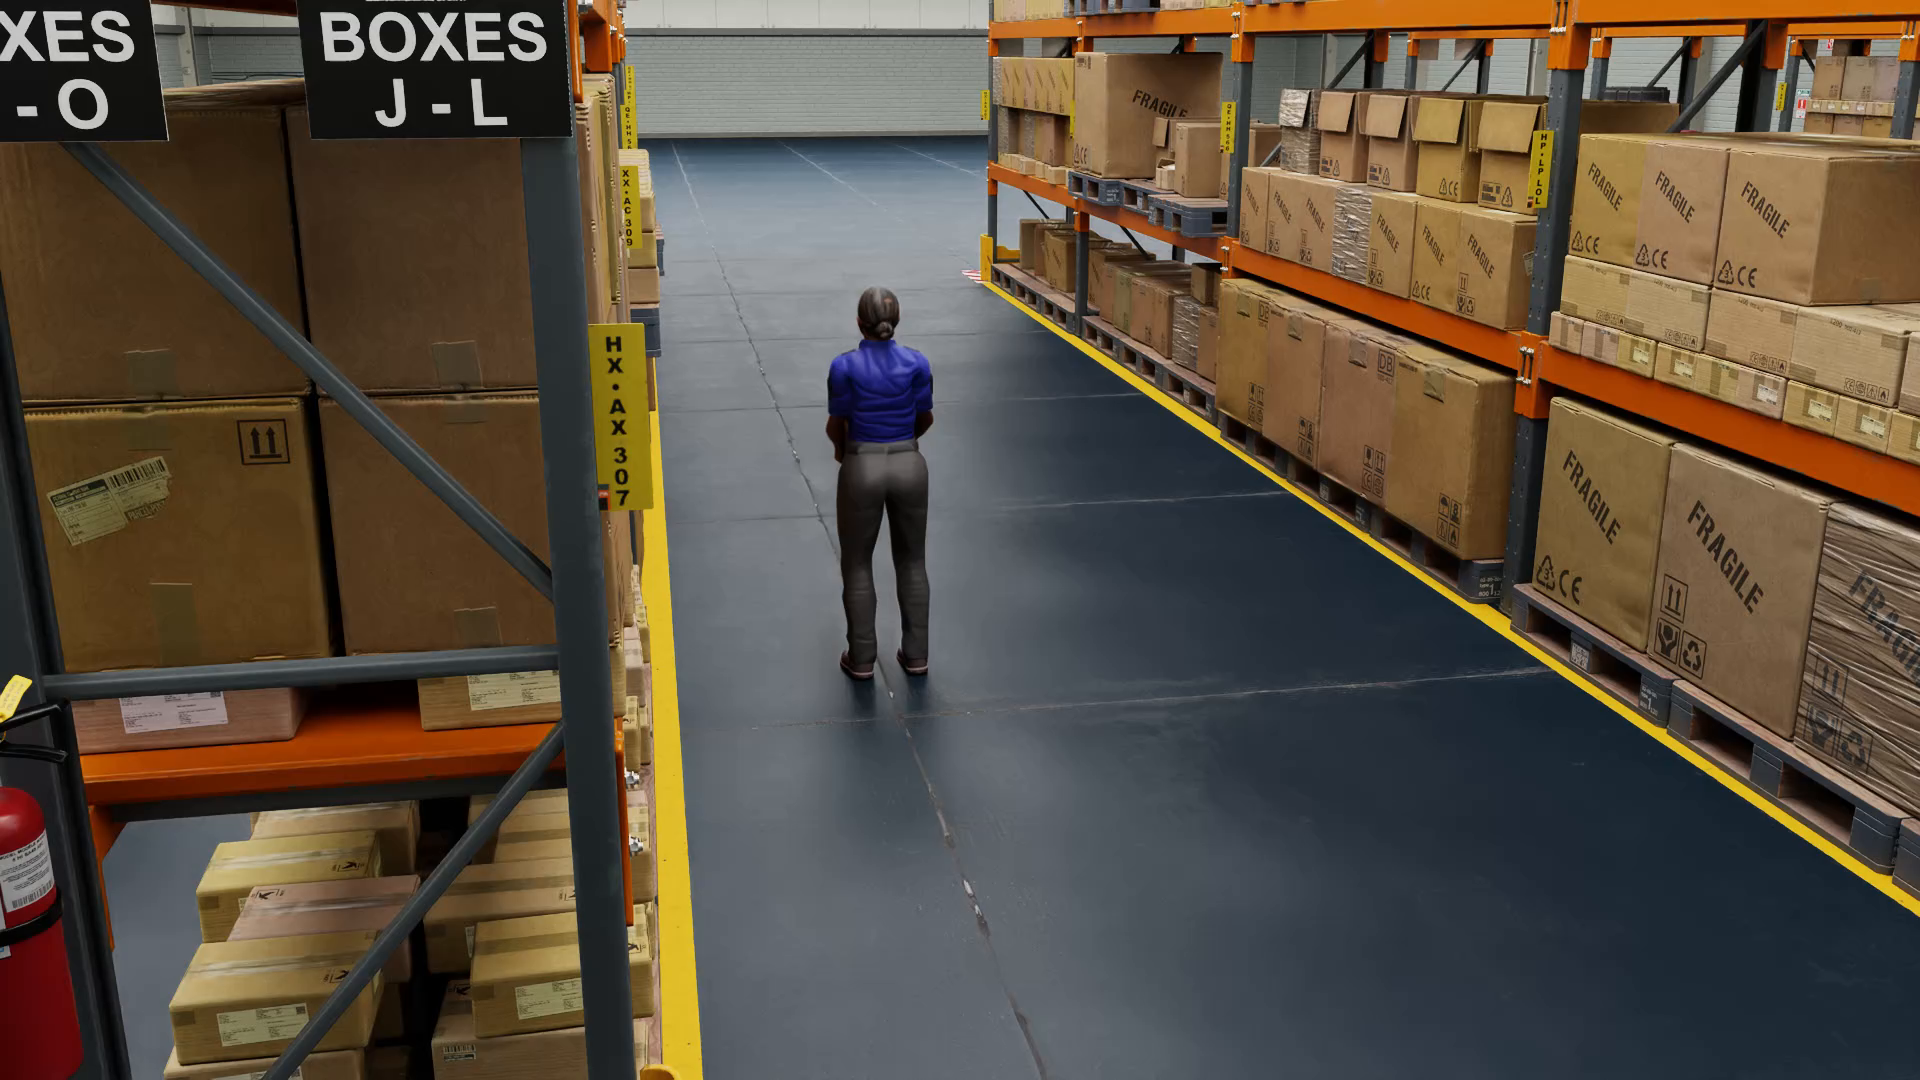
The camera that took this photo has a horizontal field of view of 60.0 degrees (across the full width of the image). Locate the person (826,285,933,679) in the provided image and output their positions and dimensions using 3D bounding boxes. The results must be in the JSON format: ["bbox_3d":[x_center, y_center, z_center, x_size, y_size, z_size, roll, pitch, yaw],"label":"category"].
[{"bbox_3d":[-0.339,-0.257,6.929,0.449,1.646,0.519,-4,17,-12],"label":"person"}]
